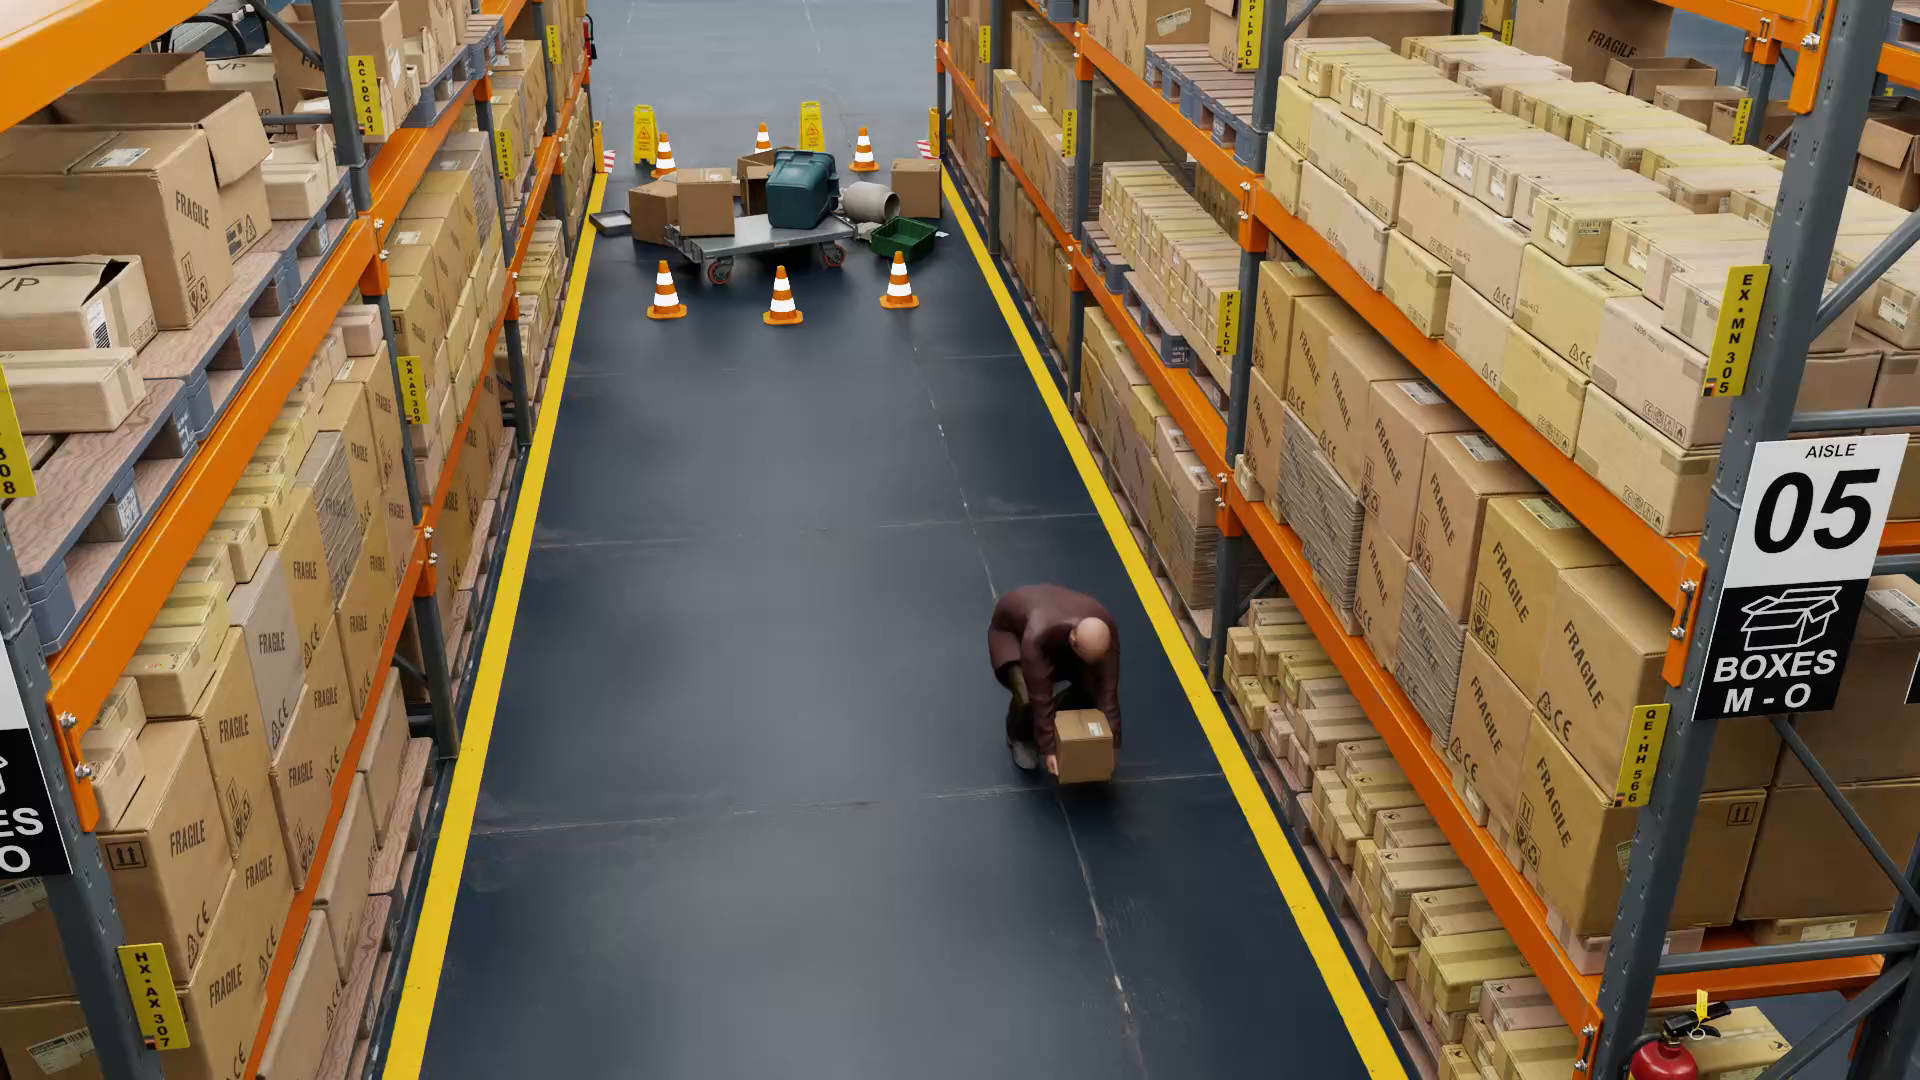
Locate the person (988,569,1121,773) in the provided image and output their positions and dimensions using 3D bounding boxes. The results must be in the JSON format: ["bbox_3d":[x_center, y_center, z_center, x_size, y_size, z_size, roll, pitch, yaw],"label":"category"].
[{"bbox_3d":[0.480,0.669,8.154,0.592,1.014,0.969,-10,28,-19],"label":"person"}]
